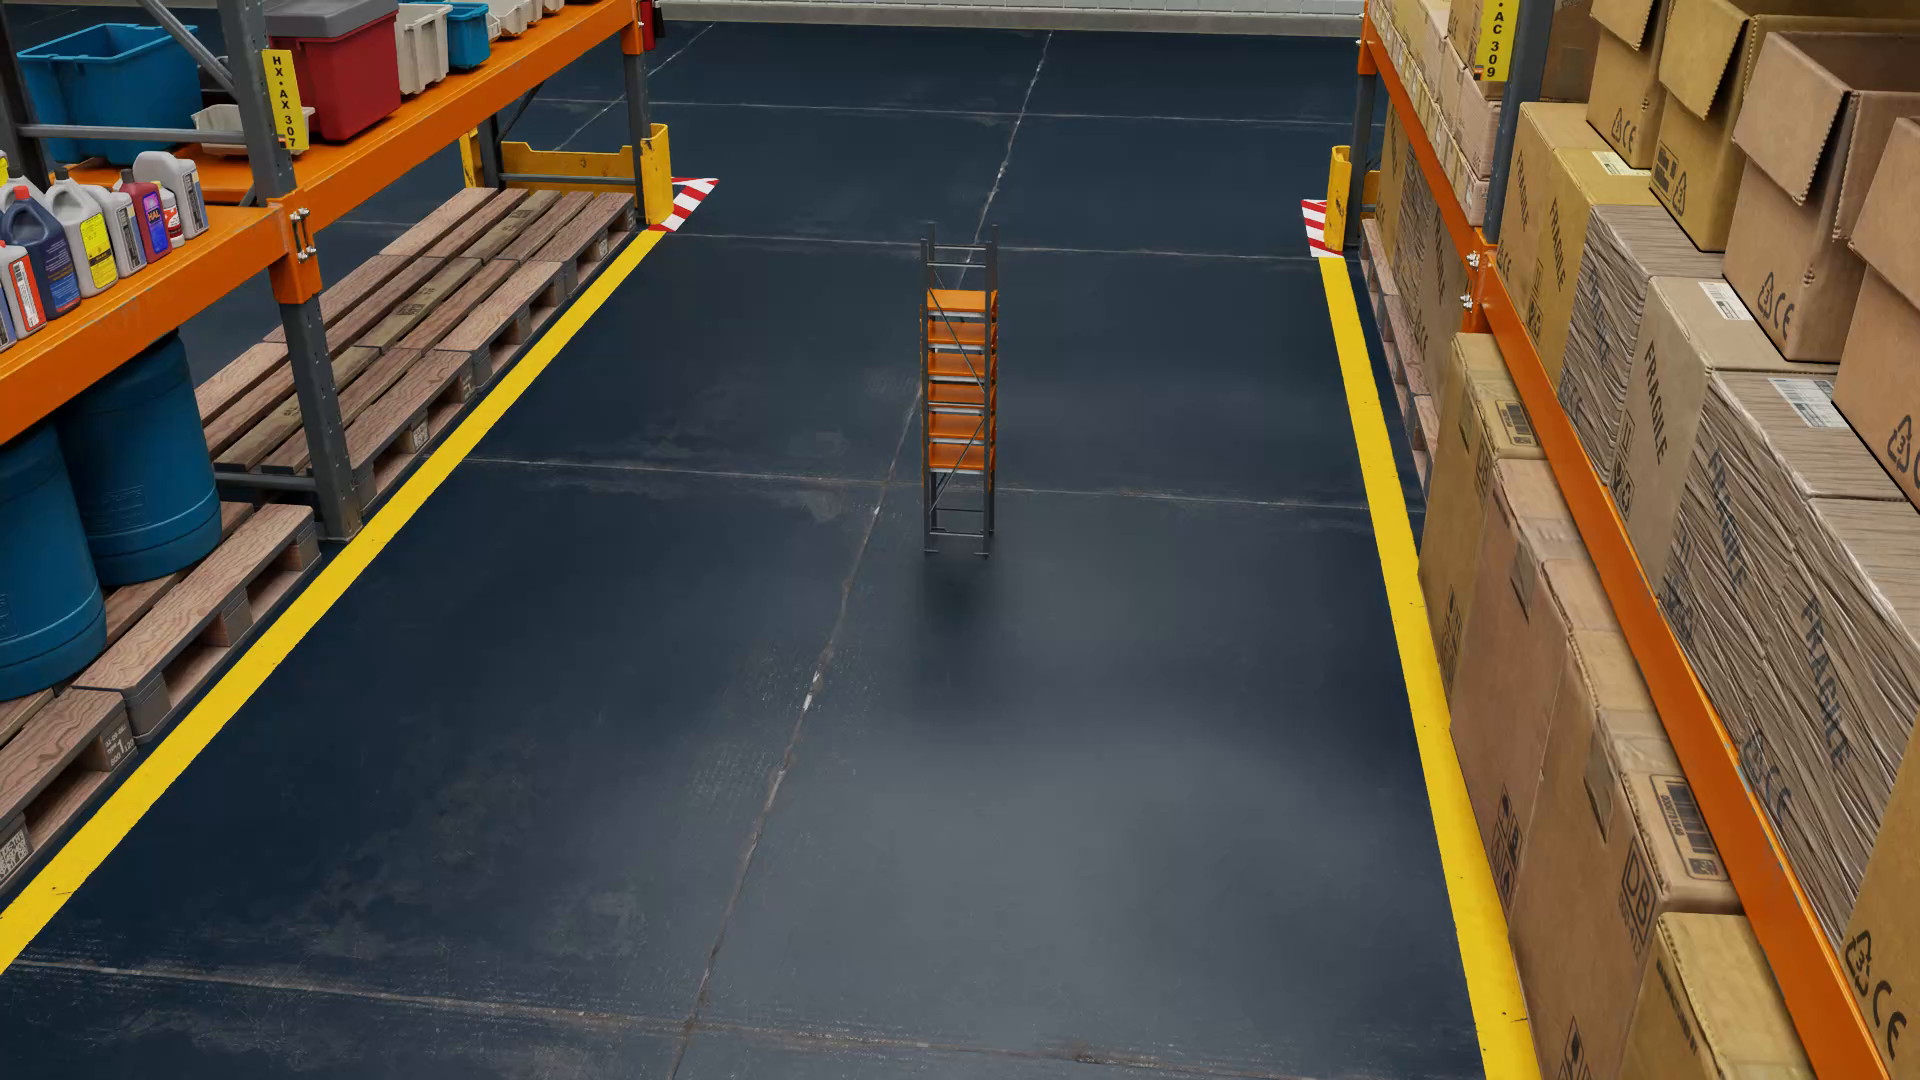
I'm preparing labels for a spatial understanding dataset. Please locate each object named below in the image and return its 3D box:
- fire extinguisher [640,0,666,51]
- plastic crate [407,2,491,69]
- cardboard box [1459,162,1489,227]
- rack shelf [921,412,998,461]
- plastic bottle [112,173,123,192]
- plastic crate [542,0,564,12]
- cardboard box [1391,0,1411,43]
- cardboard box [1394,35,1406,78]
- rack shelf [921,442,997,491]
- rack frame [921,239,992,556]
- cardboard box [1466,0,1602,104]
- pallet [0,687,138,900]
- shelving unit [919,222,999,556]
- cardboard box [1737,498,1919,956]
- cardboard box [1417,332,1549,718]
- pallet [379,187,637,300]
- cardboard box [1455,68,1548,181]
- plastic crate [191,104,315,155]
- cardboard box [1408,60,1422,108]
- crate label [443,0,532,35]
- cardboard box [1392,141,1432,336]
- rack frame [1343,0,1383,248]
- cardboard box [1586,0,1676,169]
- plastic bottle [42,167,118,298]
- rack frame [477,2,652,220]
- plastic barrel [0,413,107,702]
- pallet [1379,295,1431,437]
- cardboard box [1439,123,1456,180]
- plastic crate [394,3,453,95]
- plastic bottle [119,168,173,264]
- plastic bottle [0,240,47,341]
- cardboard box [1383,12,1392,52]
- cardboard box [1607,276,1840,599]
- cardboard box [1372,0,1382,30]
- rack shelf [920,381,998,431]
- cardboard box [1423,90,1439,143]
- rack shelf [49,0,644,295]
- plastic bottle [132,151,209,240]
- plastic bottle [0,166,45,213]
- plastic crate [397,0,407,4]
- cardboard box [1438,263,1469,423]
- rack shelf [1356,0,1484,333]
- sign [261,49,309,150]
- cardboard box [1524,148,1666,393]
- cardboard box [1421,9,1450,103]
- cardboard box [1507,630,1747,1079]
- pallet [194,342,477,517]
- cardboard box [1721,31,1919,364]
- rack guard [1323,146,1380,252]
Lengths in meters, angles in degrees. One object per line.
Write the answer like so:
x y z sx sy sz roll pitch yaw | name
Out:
-1.814 -3.093 9.302 0.296 0.674 0.183 3 28 6 | fire extinguisher
-2.280 -2.217 7.316 0.416 0.233 0.300 3 28 6 | plastic crate
1.855 -1.127 5.445 0.380 0.149 0.250 4 29 6 | cardboard box
-0.002 -0.377 6.031 0.258 0.103 0.180 3 28 6 | rack shelf
-2.627 -1.070 5.283 0.097 0.201 0.097 0 28 0 | plastic bottle
-2.203 -2.762 8.429 0.396 0.136 0.243 3 28 6 | plastic crate
2.183 -2.332 7.260 0.500 0.250 0.500 2 28 4 | cardboard box
2.106 -2.094 7.240 0.380 0.149 0.250 3 28 6 | cardboard box
-0.002 -0.271 6.088 0.258 0.103 0.180 3 28 6 | rack shelf
-0.013 -0.478 5.873 0.240 1.200 0.006 3 28 6 | rack frame
1.933 -1.702 5.301 0.500 0.500 0.500 4 29 8 | cardboard box
-3.056 0.801 4.541 1.003 0.211 1.213 3 28 6 | pallet
-0.002 -0.521 5.953 0.258 1.200 0.189 3 28 6 | shelving unit
1.534 0.282 2.458 0.500 0.500 0.500 3 28 6 | cardboard box
2.084 -0.023 4.927 1.225 0.875 0.875 3 29 6 | cardboard box
-2.423 -1.633 9.058 1.003 0.211 1.213 3 28 6 | pallet
1.936 -1.363 5.463 0.500 0.250 0.500 3 28 5 | cardboard box
-2.574 -1.484 6.057 0.396 0.136 0.243 3 28 6 | plastic crate
2.044 -1.852 6.790 0.380 0.149 0.250 4 29 7 | cardboard box
-2.263 -2.494 7.931 0.396 0.136 0.243 3 28 6 | crate label
2.522 -1.474 7.620 0.875 0.875 0.875 3 28 6 | cardboard box
2.633 -2.958 8.579 1.000 3.000 0.127 3 28 6 | rack frame
2.072 -1.260 4.263 0.797 0.503 0.637 3 28 5 | cardboard box
-2.561 -0.890 4.791 0.144 0.351 0.185 3 28 6 | plastic bottle
-2.283 -3.246 9.113 1.000 3.000 0.127 3 28 6 | rack frame
-2.944 -0.036 4.924 0.600 0.901 0.708 3 28 6 | plastic barrel
2.460 -0.777 7.470 1.003 0.211 1.213 3 28 6 | pallet
1.918 -1.369 5.894 0.380 0.149 0.250 3 28 5 | cardboard box
-2.403 -2.046 6.946 0.437 0.282 0.530 3 28 6 | plastic crate
-2.484 -0.996 5.059 0.061 0.283 0.133 3 28 6 | plastic bottle
-2.607 -0.695 4.508 0.152 0.276 0.135 3 28 6 | plastic bottle
2.170 -2.336 7.688 0.380 0.149 0.250 3 28 5 | cardboard box
1.657 -0.202 3.356 0.500 0.500 0.500 4 29 7 | cardboard box
2.231 -2.579 8.139 0.380 0.149 0.250 3 28 5 | cardboard box
-0.002 -0.482 5.974 0.258 0.103 0.180 3 28 6 | rack shelf
1.980 -1.612 6.344 0.380 0.149 0.250 4 29 7 | cardboard box
-2.528 -1.988 7.536 1.077 0.370 4.000 3 28 6 | rack shelf
-2.501 -1.104 5.268 0.152 0.276 0.135 3 28 6 | plastic bottle
-2.704 -0.898 4.807 0.144 0.351 0.185 3 28 6 | plastic bottle
-2.801 -2.482 7.808 0.416 0.233 0.300 3 28 6 | plastic crate
2.303 -0.631 6.056 0.875 0.875 0.875 3 28 6 | cardboard box
2.387 -1.700 7.002 1.077 0.370 4.000 3 28 6 | rack shelf
-2.228 -1.452 5.491 0.100 0.325 0.005 3 28 6 | sign
1.777 -0.681 4.246 0.500 0.500 0.500 3 28 6 | cardboard box
2.059 -1.847 6.361 0.500 0.250 0.500 4 29 7 | cardboard box
1.874 0.815 3.372 1.225 0.875 0.875 3 29 6 | cardboard box
-2.722 -0.484 6.926 1.003 0.211 1.213 3 28 6 | pallet
1.916 -0.644 3.120 0.797 0.503 0.637 4 29 8 | cardboard box
2.635 -1.869 9.192 1.175 0.500 0.348 3 28 6 | rack guard
